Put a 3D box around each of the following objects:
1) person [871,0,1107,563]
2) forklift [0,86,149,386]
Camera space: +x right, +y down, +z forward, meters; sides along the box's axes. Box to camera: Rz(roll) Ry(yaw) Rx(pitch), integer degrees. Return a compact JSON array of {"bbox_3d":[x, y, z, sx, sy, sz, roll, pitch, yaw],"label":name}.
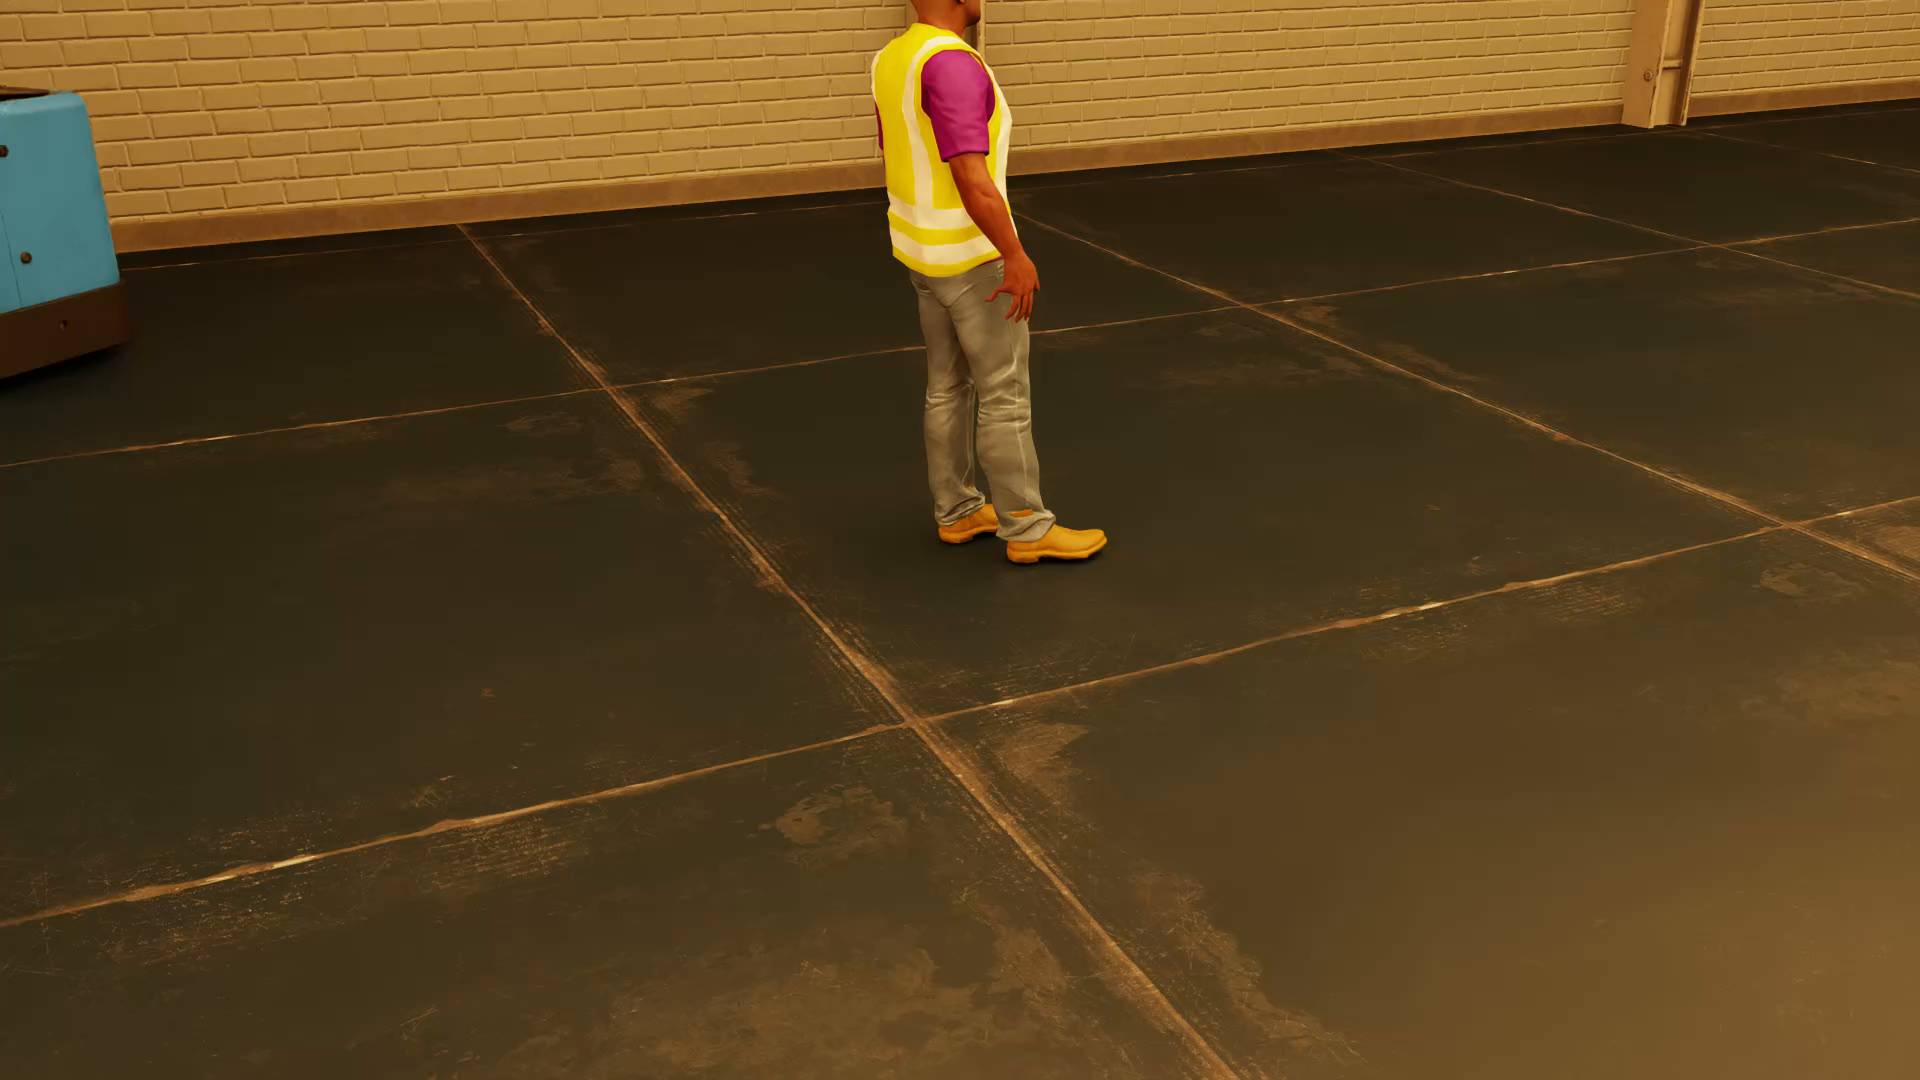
[{"bbox_3d":[0.066,-0.832,4.788,0.575,1.768,0.665,-10,25,-23],"label":"person"},{"bbox_3d":[-4.941,-2.190,6.558,3.031,2.935,1.130,10,25,22],"label":"forklift"}]
